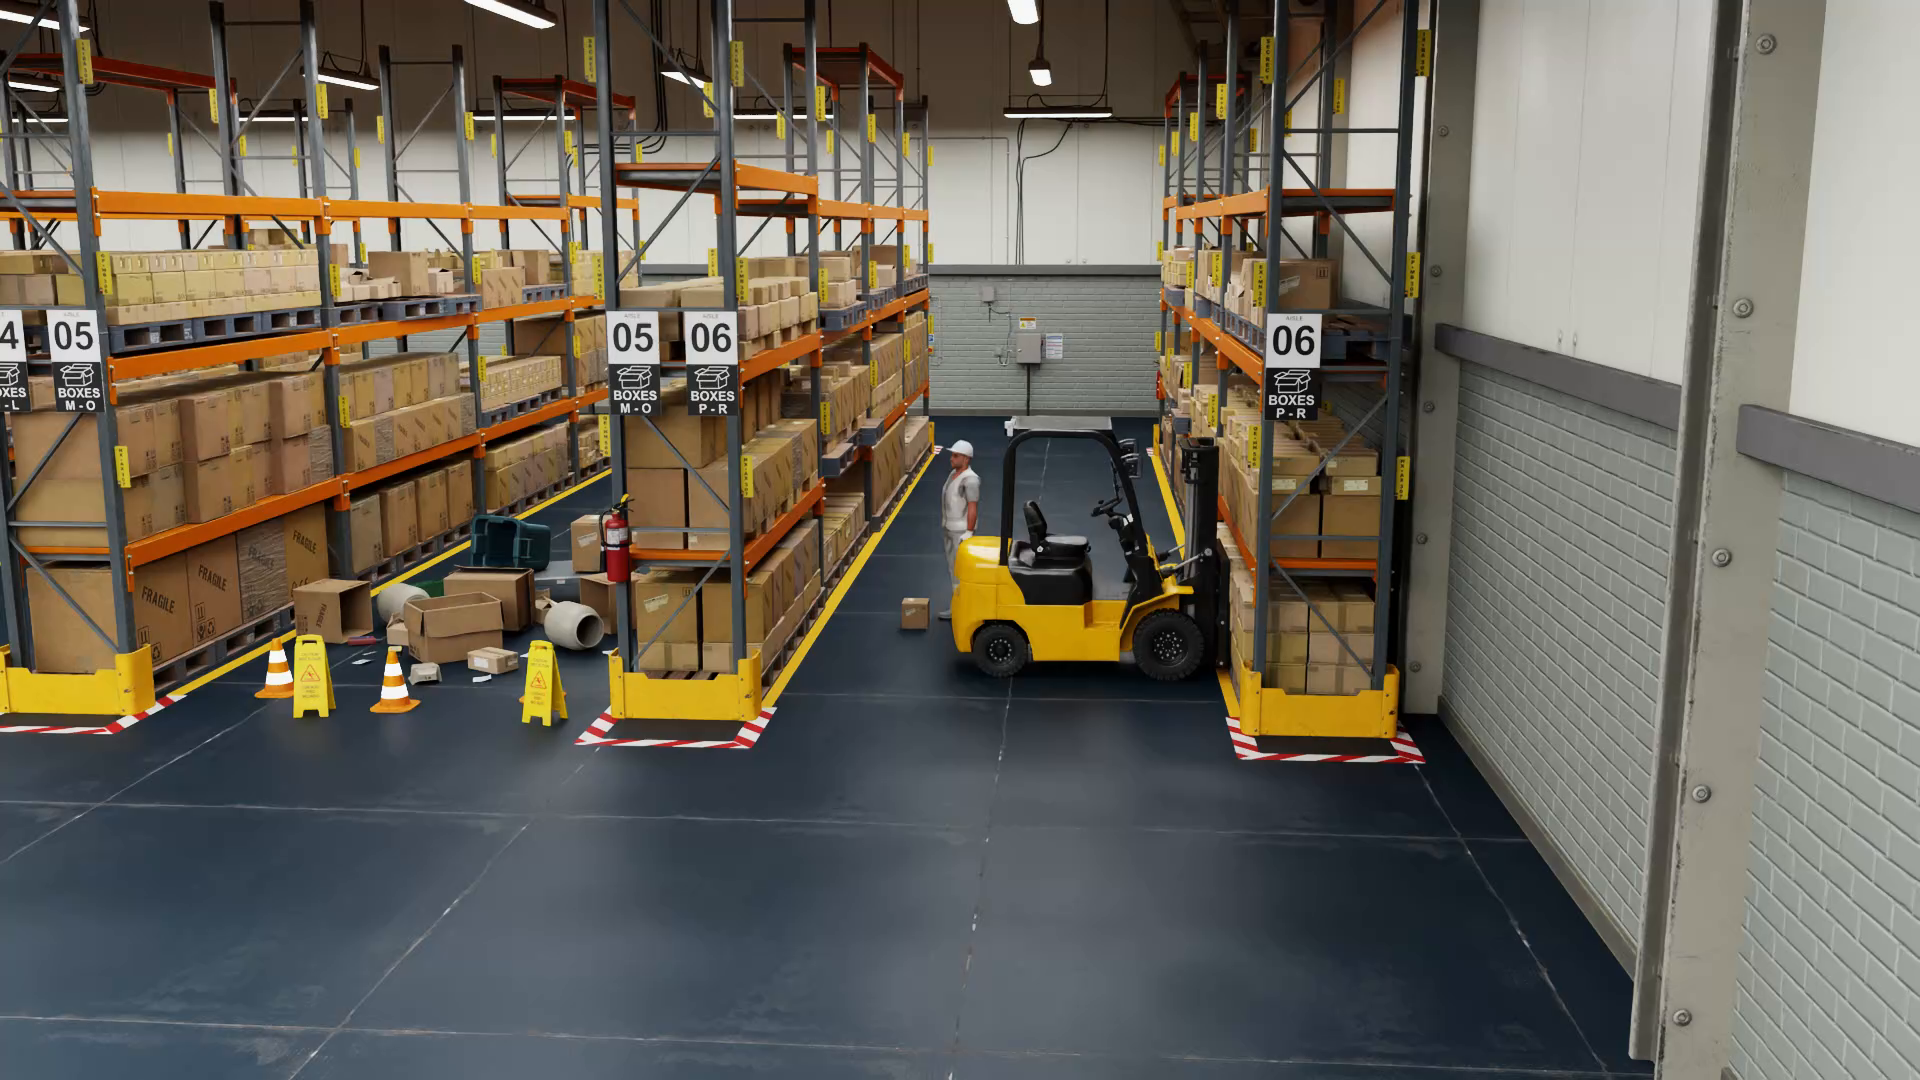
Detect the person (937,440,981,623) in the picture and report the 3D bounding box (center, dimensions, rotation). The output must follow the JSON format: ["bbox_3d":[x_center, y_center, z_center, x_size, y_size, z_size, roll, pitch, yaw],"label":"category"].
[{"bbox_3d":[-0.008,-0.080,16.255,0.335,1.793,0.523,-5,12,-24],"label":"person"}]
